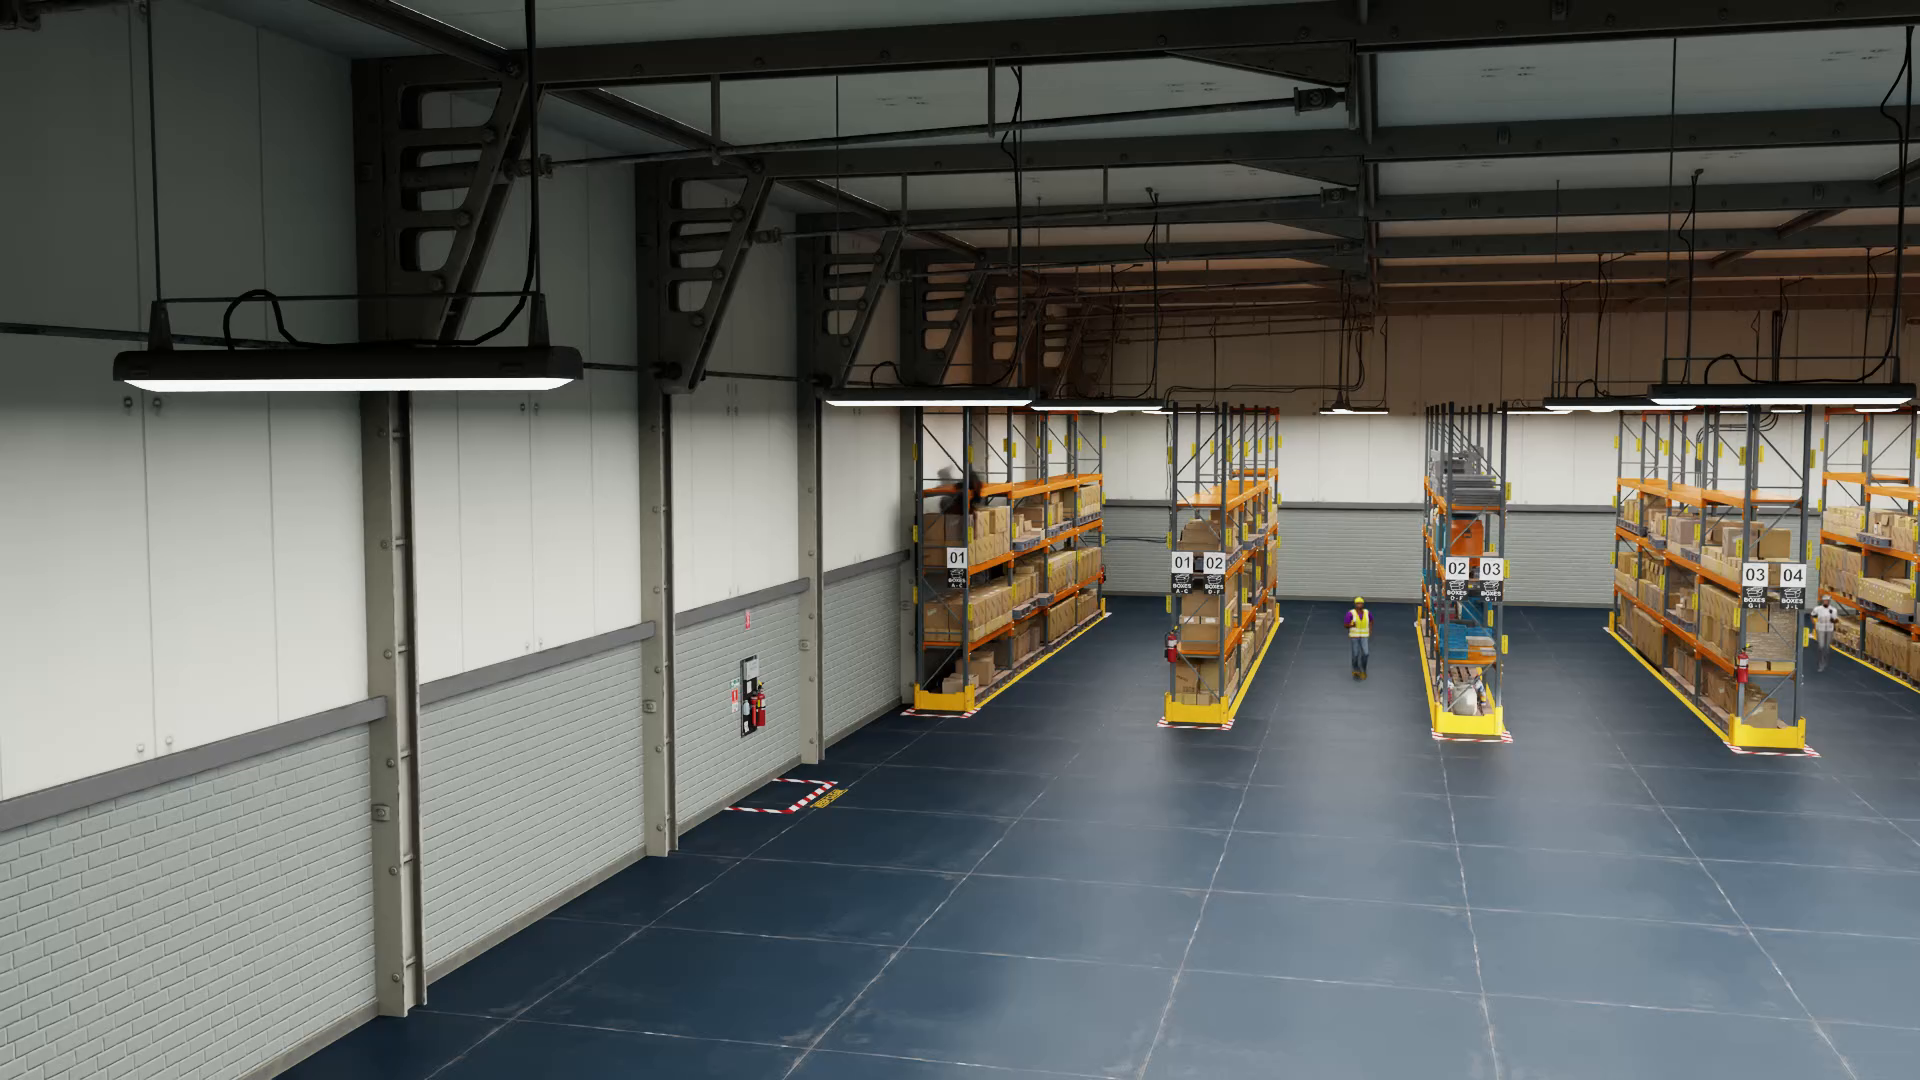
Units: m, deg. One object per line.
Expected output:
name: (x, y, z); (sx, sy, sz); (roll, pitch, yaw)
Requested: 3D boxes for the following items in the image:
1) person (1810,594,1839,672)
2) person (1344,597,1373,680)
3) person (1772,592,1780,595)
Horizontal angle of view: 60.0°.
person: (19.566, 2.097, 37.628); (0.559, 1.753, 0.721); (1, 4, 17)
person: (8.746, 2.159, 36.402); (0.673, 1.811, 0.706); (0, 4, 4)
person: (20.840, 1.742, 42.740); (0.668, 1.708, 0.668); (2, 5, 22)
